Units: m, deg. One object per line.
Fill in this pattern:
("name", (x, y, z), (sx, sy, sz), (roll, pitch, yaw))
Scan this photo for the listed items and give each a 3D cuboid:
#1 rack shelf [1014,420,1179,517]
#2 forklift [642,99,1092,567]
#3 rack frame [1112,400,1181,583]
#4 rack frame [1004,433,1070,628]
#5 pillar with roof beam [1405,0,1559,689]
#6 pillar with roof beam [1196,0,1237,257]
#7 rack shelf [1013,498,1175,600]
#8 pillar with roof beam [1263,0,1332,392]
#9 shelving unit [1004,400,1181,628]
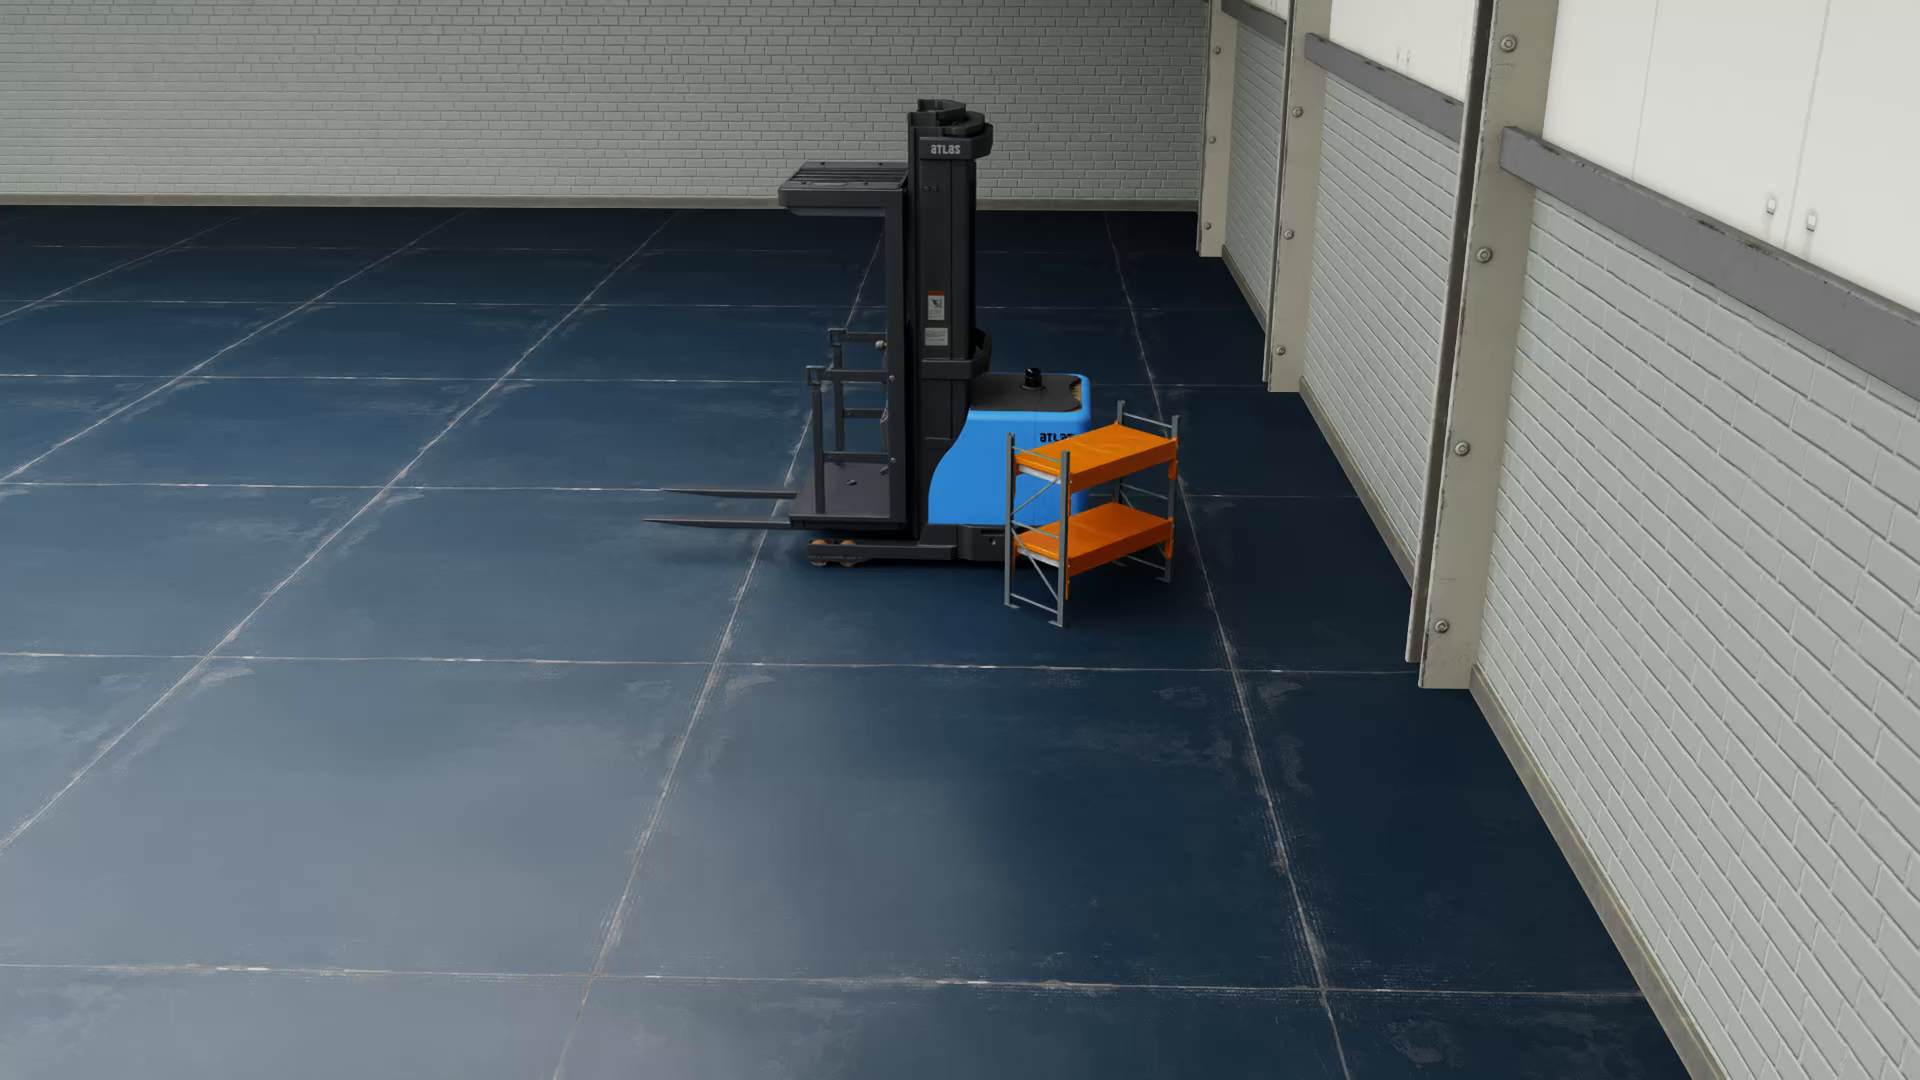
("rack shelf", (0.832, -0.458, 10.346), (1.000, 0.278, 0.538), (-19, 28, -40))
("forklift", (-0.625, -1.382, 11.038), (3.031, 2.935, 1.130), (1, 21, 4))
("rack frame", (1.200, -0.312, 10.779), (0.032, 1.125, 0.500), (-19, 28, -40))
("rack frame", (0.464, -0.059, 10.125), (0.032, 1.125, 0.500), (-19, 28, -40))
("pillar with roof beam", (-1.547, -3.478, 8.052), (9.100, 9.000, 0.400), (1, 21, 2))
("pillar with roof beam", (-1.182, -7.817, 19.234), (9.100, 9.000, 0.400), (1, 21, 2))
("rack shelf", (0.832, 0.042, 10.540), (1.000, 0.278, 0.538), (-19, 28, -40))
("pillar with roof beam", (-1.365, -5.647, 13.643), (9.100, 9.000, 0.400), (1, 21, 2))
("shelving unit", (0.832, -0.185, 10.452), (1.048, 1.125, 0.538), (-19, 28, -40))
